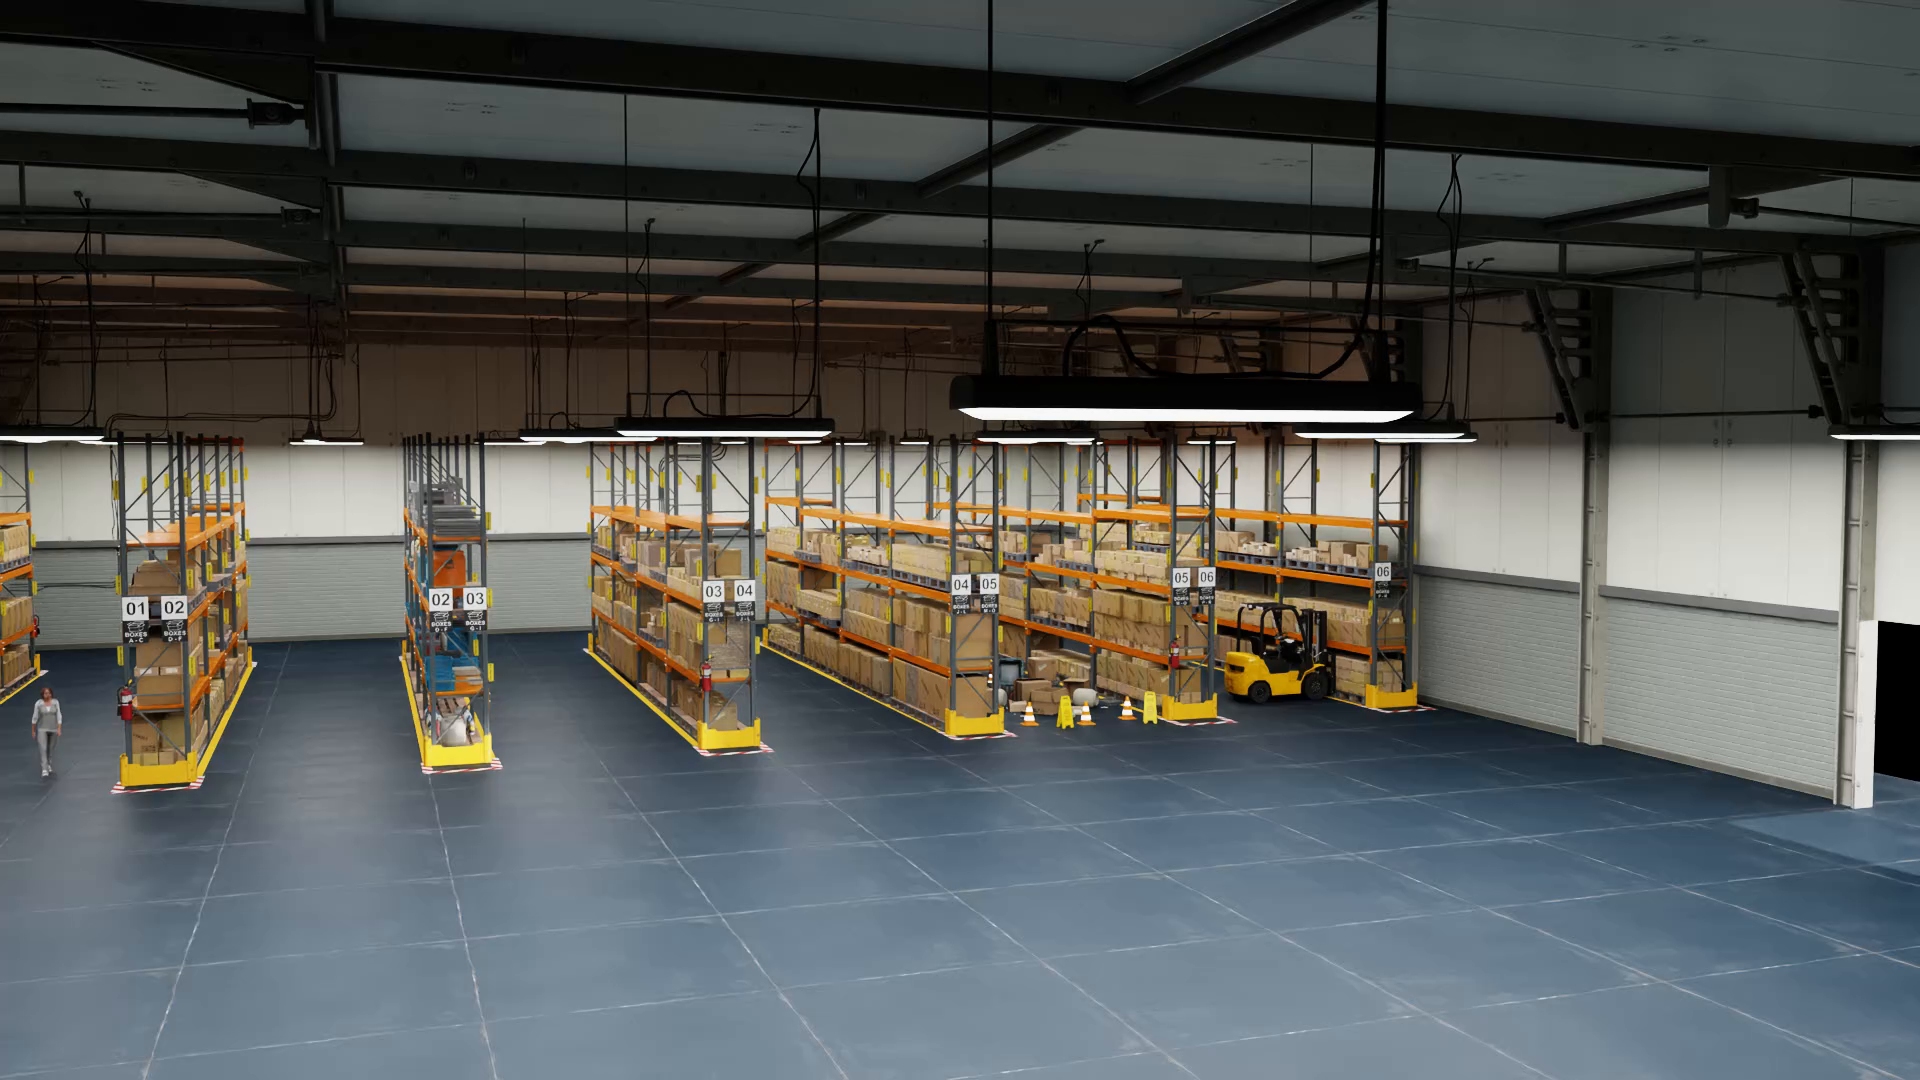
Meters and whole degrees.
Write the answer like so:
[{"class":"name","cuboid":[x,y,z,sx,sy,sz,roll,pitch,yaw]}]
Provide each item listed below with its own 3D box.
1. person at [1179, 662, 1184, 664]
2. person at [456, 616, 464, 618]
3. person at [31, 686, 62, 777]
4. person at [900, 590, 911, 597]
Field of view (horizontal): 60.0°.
[{"class":"person","cuboid":[5.130,2.743,39.221,0.461,1.715,0.595,-1,3,-23]},{"class":"person","cuboid":[-13.268,2.443,44.115,0.579,1.781,0.510,0,3,6]},{"class":"person","cuboid":[-15.880,3.320,28.945,0.452,1.543,0.969,-3,4,-44]},{"class":"person","cuboid":[-1.620,2.195,47.505,1.026,1.733,0.565,3,4,44]}]
